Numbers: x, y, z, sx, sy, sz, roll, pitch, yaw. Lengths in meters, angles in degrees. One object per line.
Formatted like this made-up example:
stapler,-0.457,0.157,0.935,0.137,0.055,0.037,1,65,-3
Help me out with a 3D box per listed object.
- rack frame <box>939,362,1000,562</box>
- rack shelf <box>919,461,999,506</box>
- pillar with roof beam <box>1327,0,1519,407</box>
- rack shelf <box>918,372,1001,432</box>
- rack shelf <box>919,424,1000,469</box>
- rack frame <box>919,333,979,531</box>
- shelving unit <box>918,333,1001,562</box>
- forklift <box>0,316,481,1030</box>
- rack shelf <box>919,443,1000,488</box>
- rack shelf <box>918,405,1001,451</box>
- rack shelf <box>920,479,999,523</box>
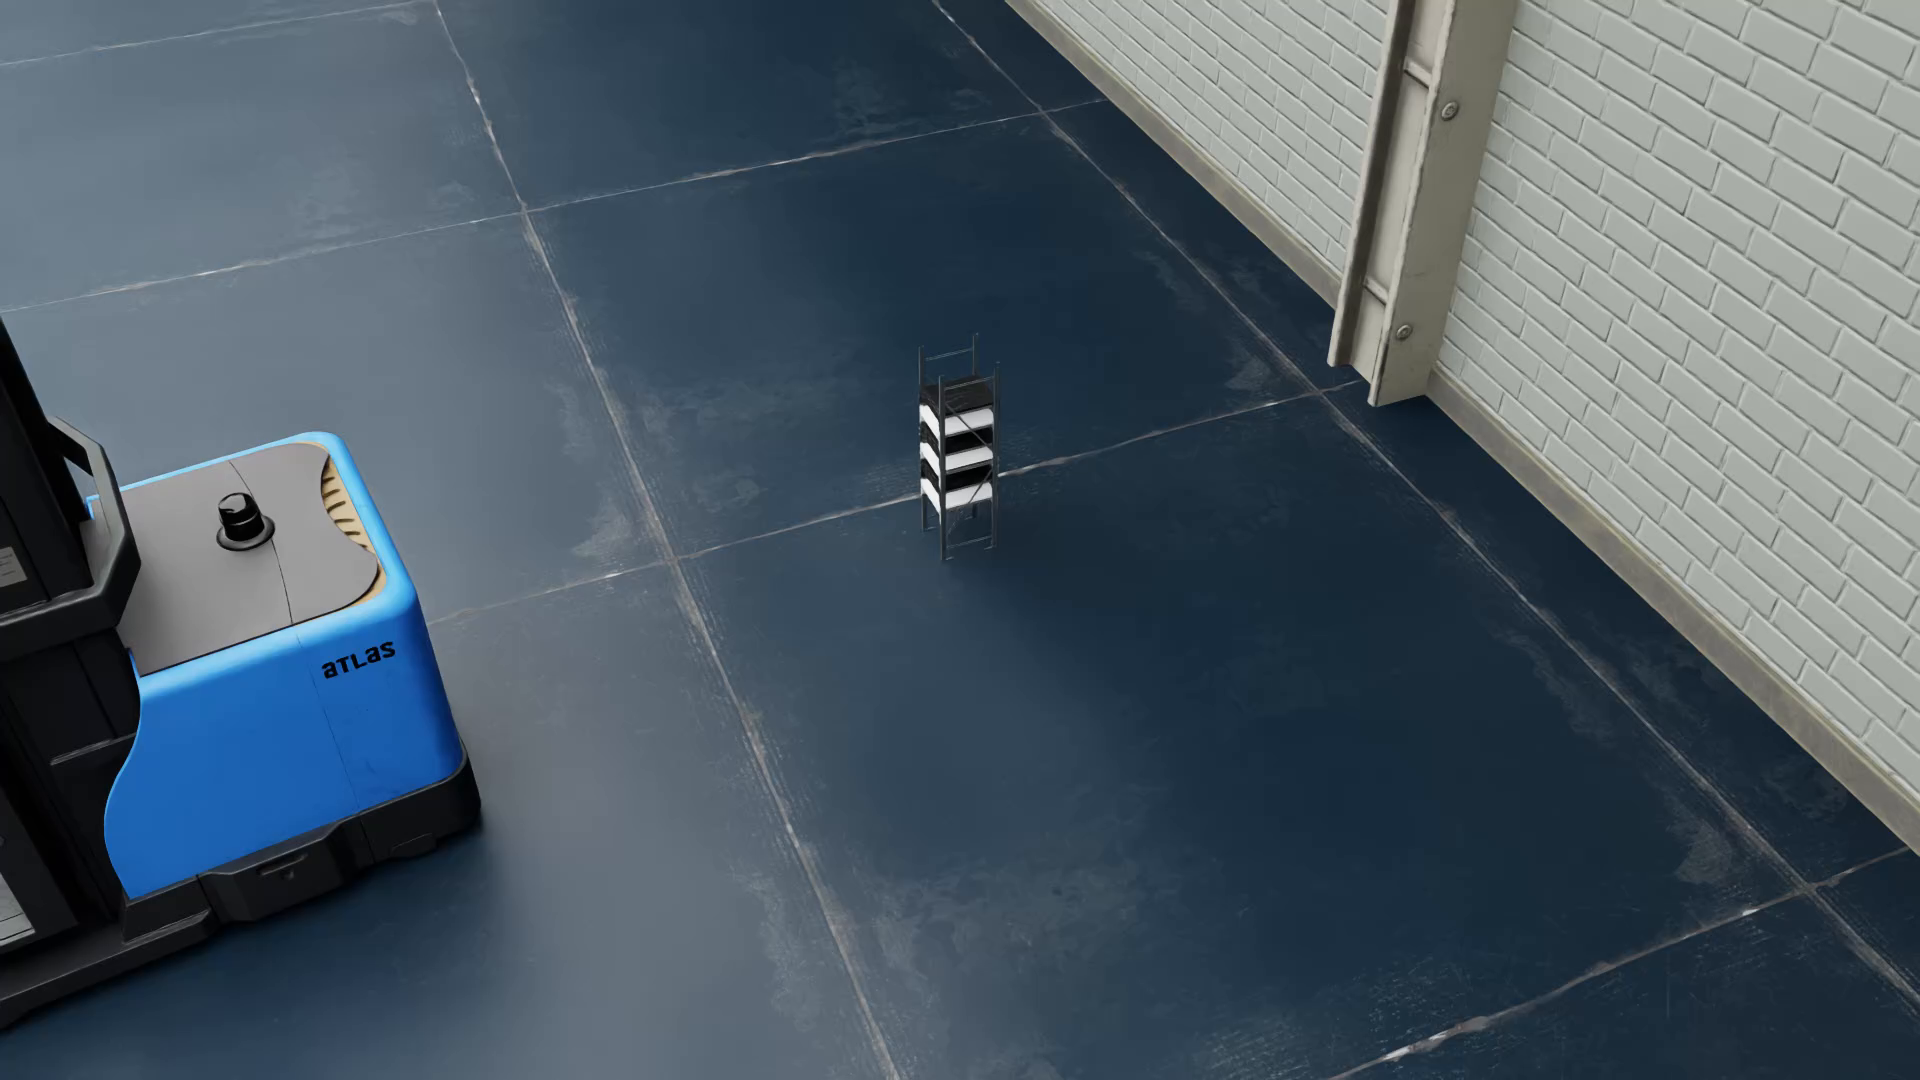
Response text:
rack frame,0.036,-0.285,6.391,0.240,0.900,0.006,-15,43,-17
rack shelf,-0.003,-0.253,6.543,0.258,0.077,0.200,-15,43,-17
pillar with roof beam,-2.061,-3.088,3.439,9.100,9.000,0.400,-15,43,-17
rack shelf,-0.003,-0.526,6.308,0.258,0.077,0.200,-15,43,-17
rack shelf,-0.003,-0.389,6.425,0.258,0.077,0.200,-15,43,-17
rack frame,-0.042,-0.407,6.534,0.240,0.900,0.006,-15,43,-17
shelving unit,-0.003,-0.346,6.462,0.258,0.900,0.210,-15,43,-17
forklift,-3.148,0.068,4.423,3.031,2.935,1.130,-21,45,-22
rack shelf,-0.003,-0.321,6.484,0.258,0.077,0.200,-15,43,-17
rack shelf,-0.003,-0.457,6.367,0.258,0.077,0.200,-15,43,-17
rack shelf,-0.003,-0.184,6.601,0.258,0.077,0.200,-15,43,-17
